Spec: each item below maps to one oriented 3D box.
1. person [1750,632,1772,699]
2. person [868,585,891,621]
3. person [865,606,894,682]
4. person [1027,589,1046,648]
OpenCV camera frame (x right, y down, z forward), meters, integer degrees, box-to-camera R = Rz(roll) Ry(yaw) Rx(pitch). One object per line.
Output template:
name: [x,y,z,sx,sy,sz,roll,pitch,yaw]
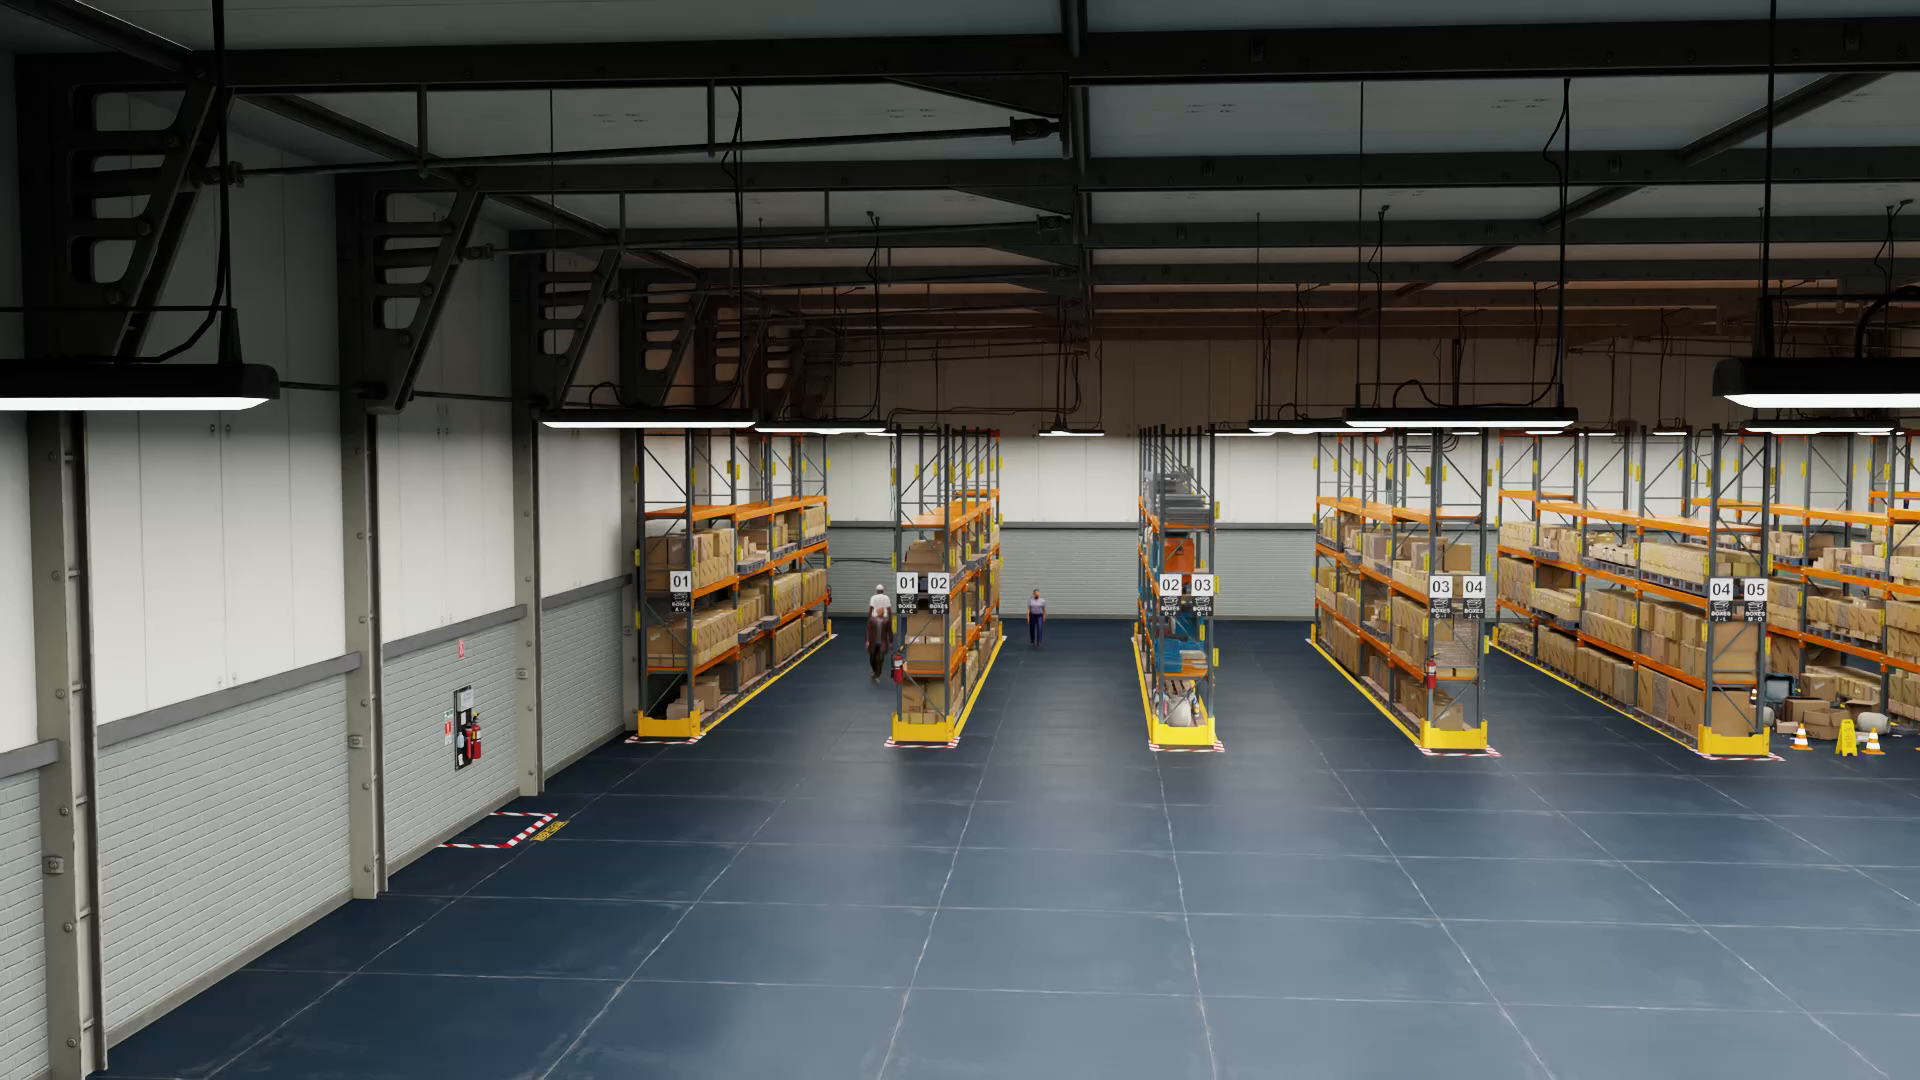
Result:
person: [17.555,2.680,36.360,0.542,1.774,0.609,0,3,-6]
person: [-2.167,2.097,45.068,0.607,1.768,0.499,-1,4,-17]
person: [-1.914,2.479,39.429,0.682,1.821,0.719,0,3,-2]
person: [2.101,2.131,45.659,0.504,1.586,1.043,0,3,4]
